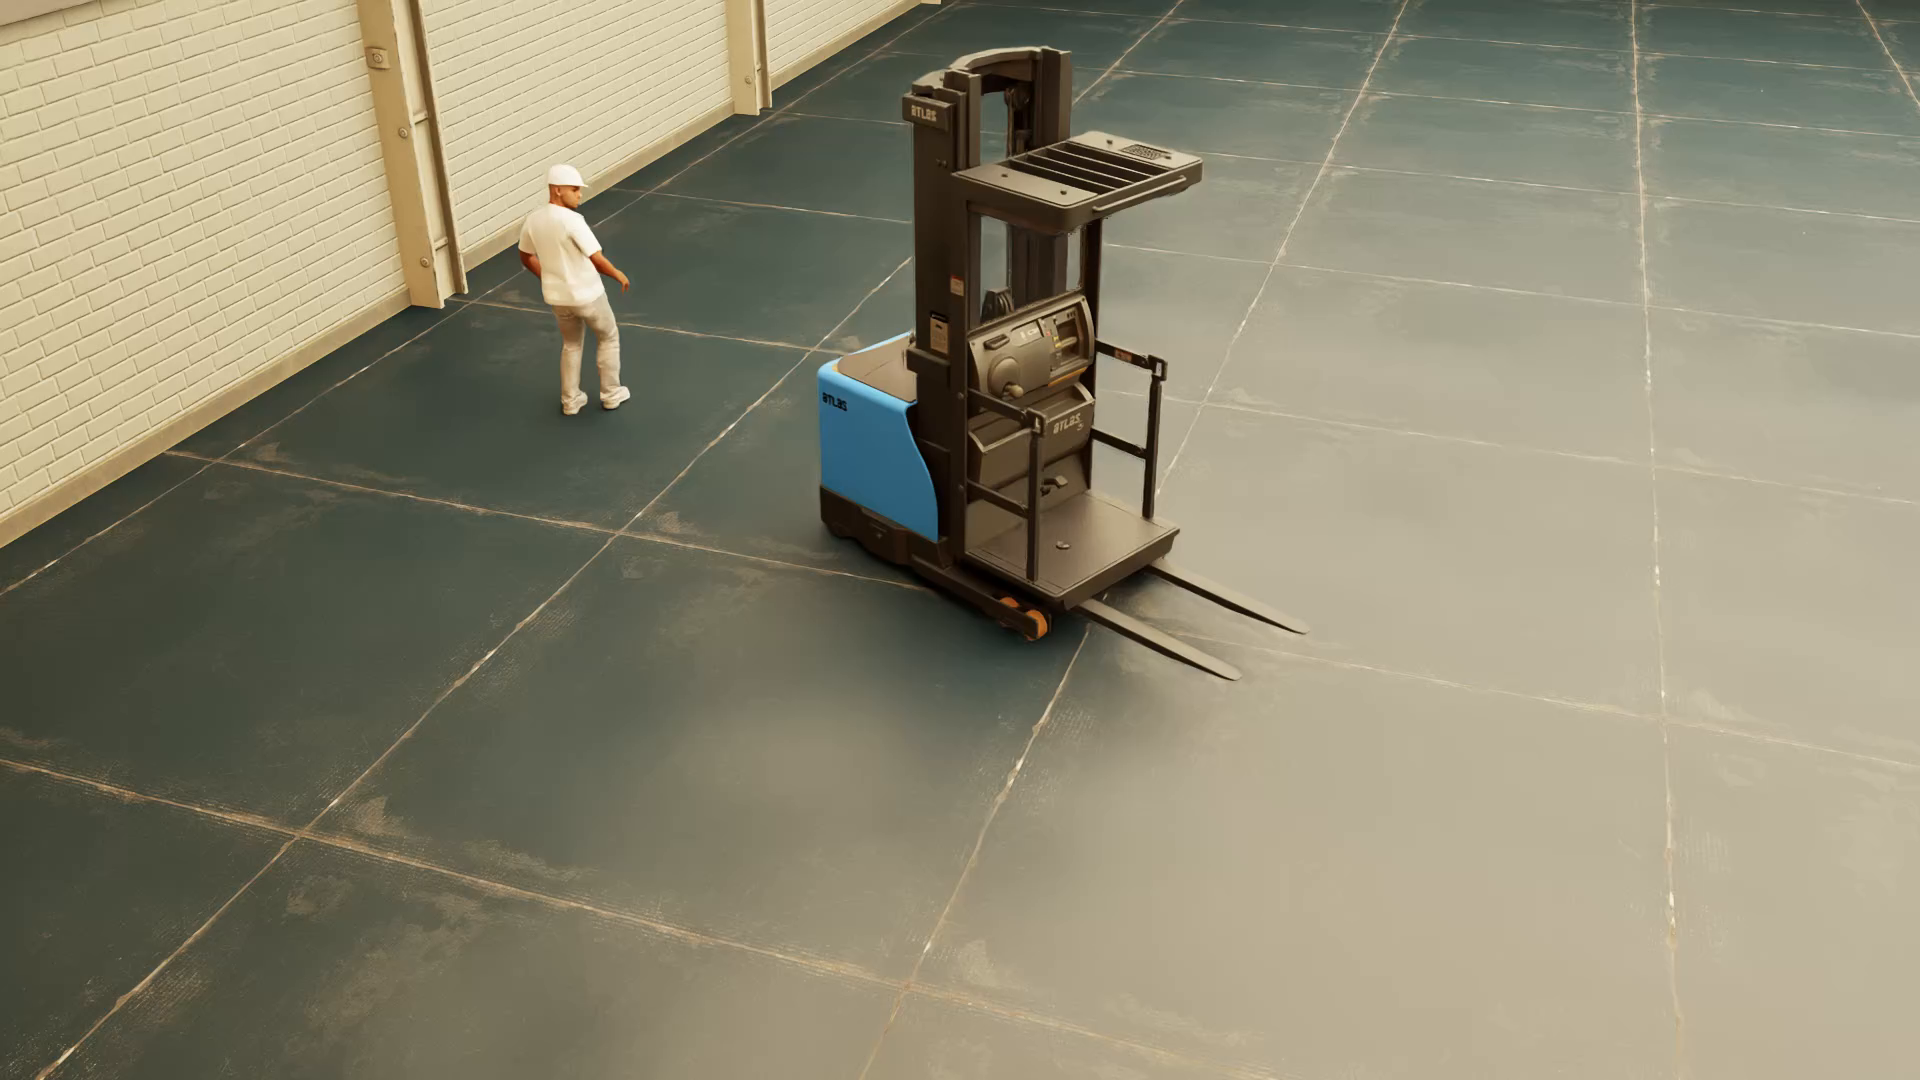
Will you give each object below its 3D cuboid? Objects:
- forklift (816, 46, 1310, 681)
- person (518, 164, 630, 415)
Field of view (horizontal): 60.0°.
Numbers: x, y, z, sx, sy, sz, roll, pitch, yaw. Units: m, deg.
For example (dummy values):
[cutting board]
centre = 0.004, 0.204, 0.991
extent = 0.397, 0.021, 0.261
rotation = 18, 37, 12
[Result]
[forklift]
centre = 0.547, -1.012, 8.912
extent = 3.031, 2.935, 1.130
rotation = 26, 39, 37
[person]
centre = -2.623, -1.711, 11.368
extent = 0.783, 1.723, 0.513
rotation = 12, 32, 20
